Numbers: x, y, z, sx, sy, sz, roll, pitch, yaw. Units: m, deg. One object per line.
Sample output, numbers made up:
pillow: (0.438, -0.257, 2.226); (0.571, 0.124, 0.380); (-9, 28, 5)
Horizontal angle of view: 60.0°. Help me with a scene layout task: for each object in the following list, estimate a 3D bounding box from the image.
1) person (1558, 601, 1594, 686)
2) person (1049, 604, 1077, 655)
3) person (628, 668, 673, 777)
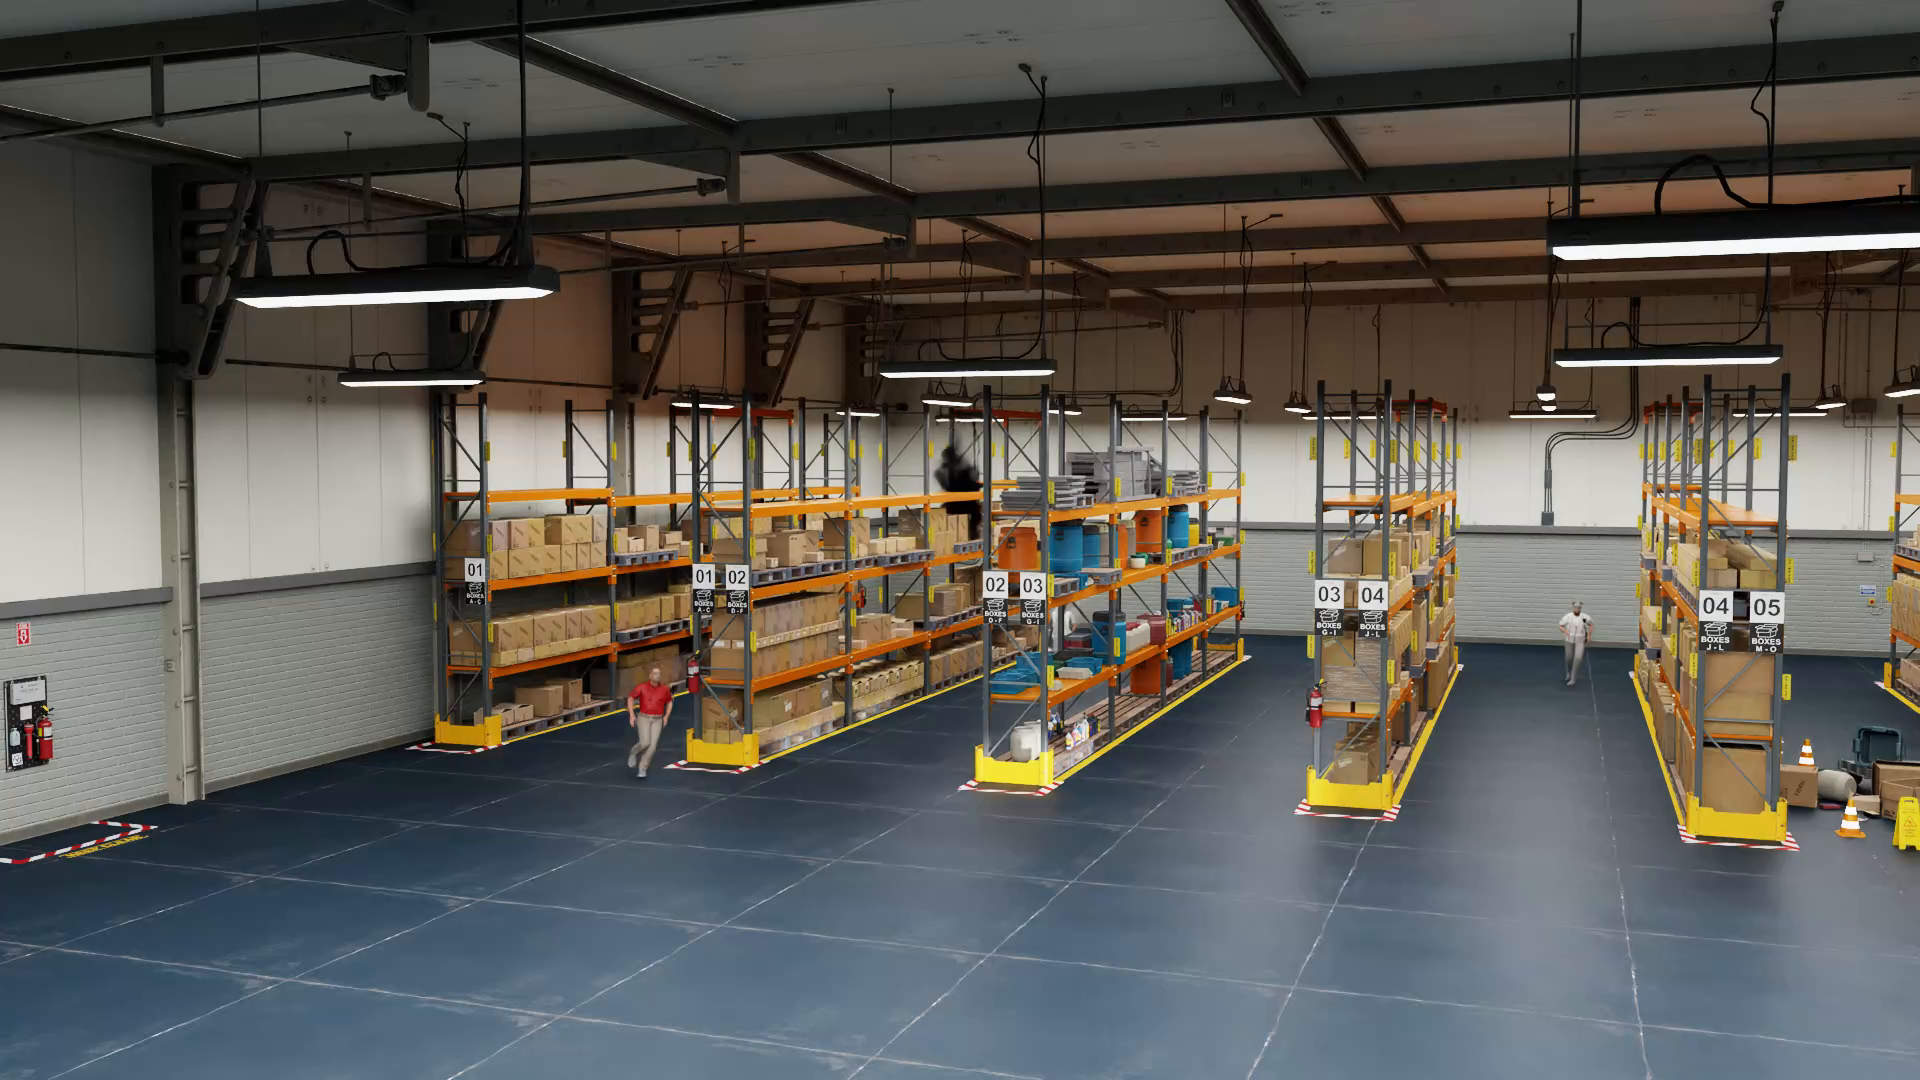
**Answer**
person: (13.265, 2.205, 35.856); (0.697, 1.805, 0.945); (1, 3, 26)
person: (2.231, 2.174, 36.833); (0.679, 1.733, 0.621); (0, 3, 9)
person: (-4.766, 2.806, 25.754); (0.697, 1.649, 0.553); (-2, 3, -27)
